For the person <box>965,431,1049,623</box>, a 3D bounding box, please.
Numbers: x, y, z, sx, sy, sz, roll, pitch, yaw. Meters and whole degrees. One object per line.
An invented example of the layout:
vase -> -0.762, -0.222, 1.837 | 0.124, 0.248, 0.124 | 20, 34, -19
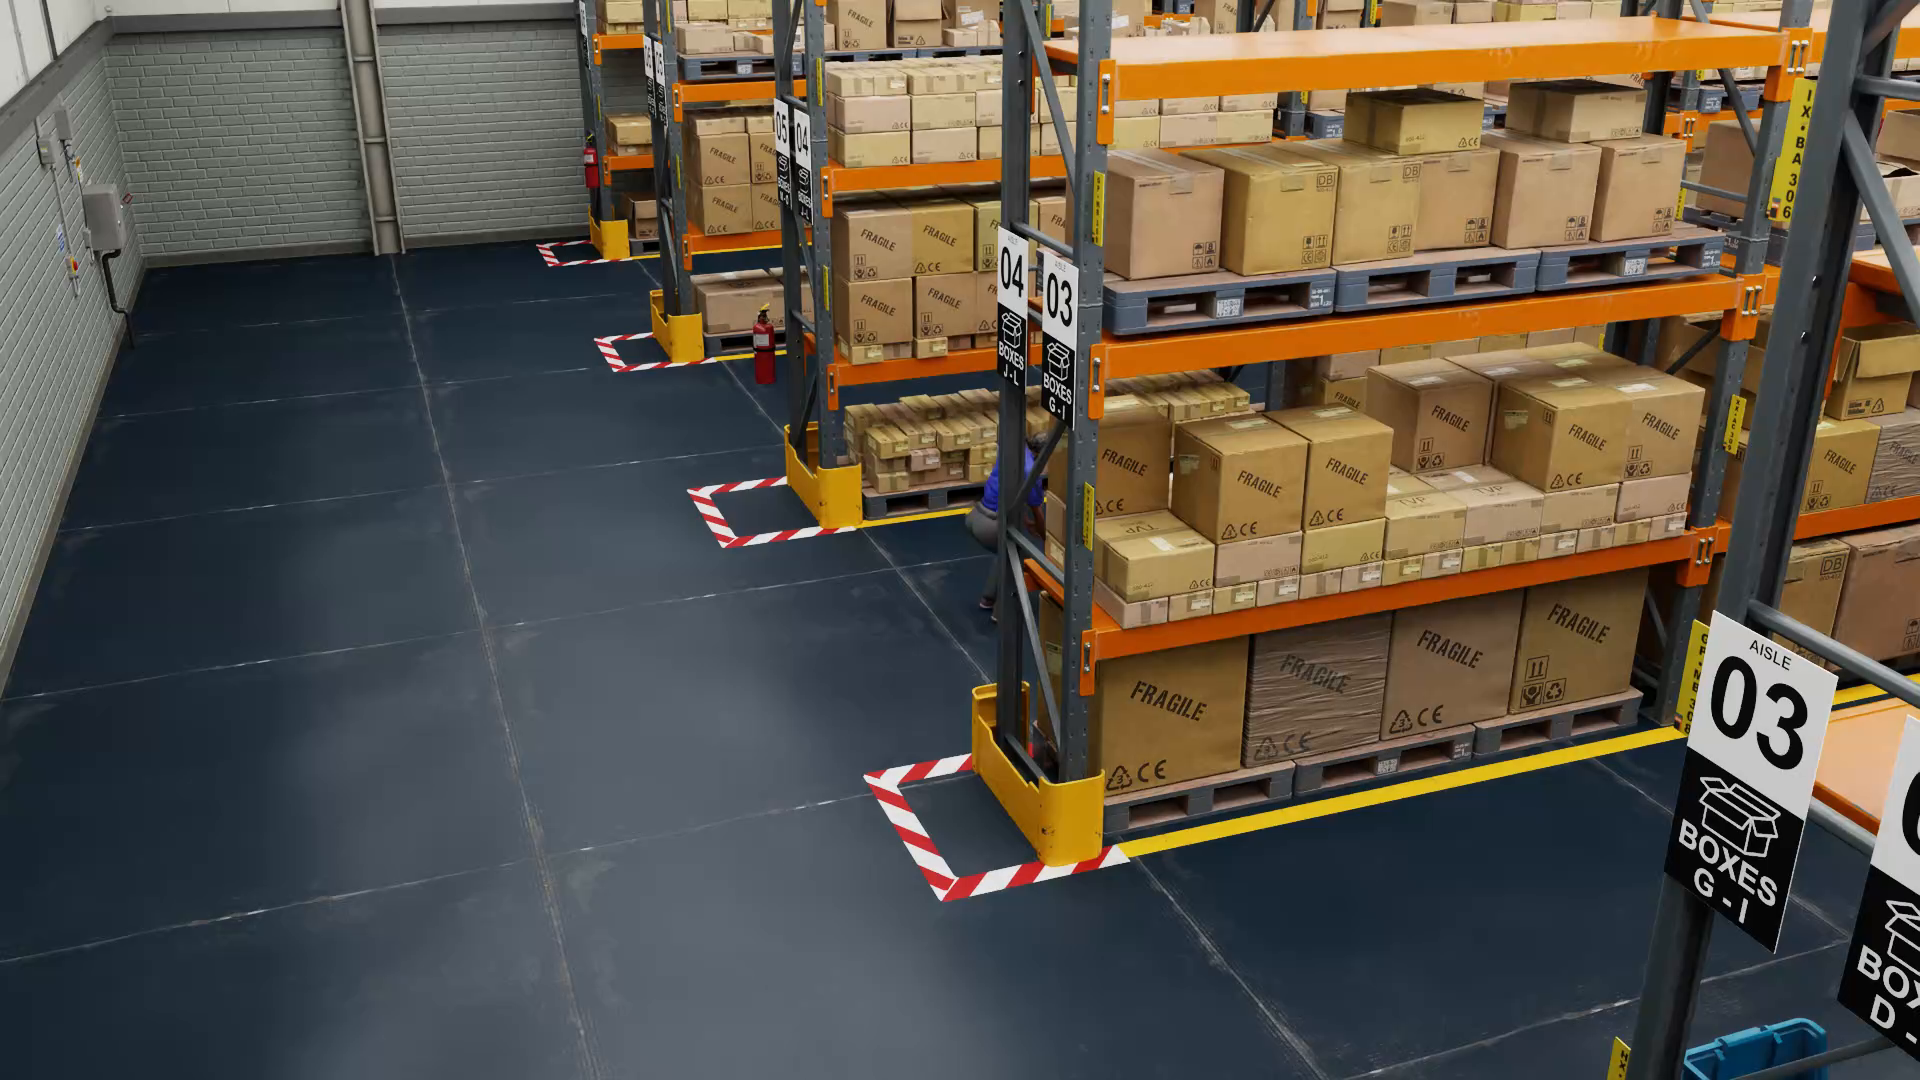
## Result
person -> 0.357, -0.105, 11.543 | 0.668, 1.306, 0.498 | -8, 24, -19
